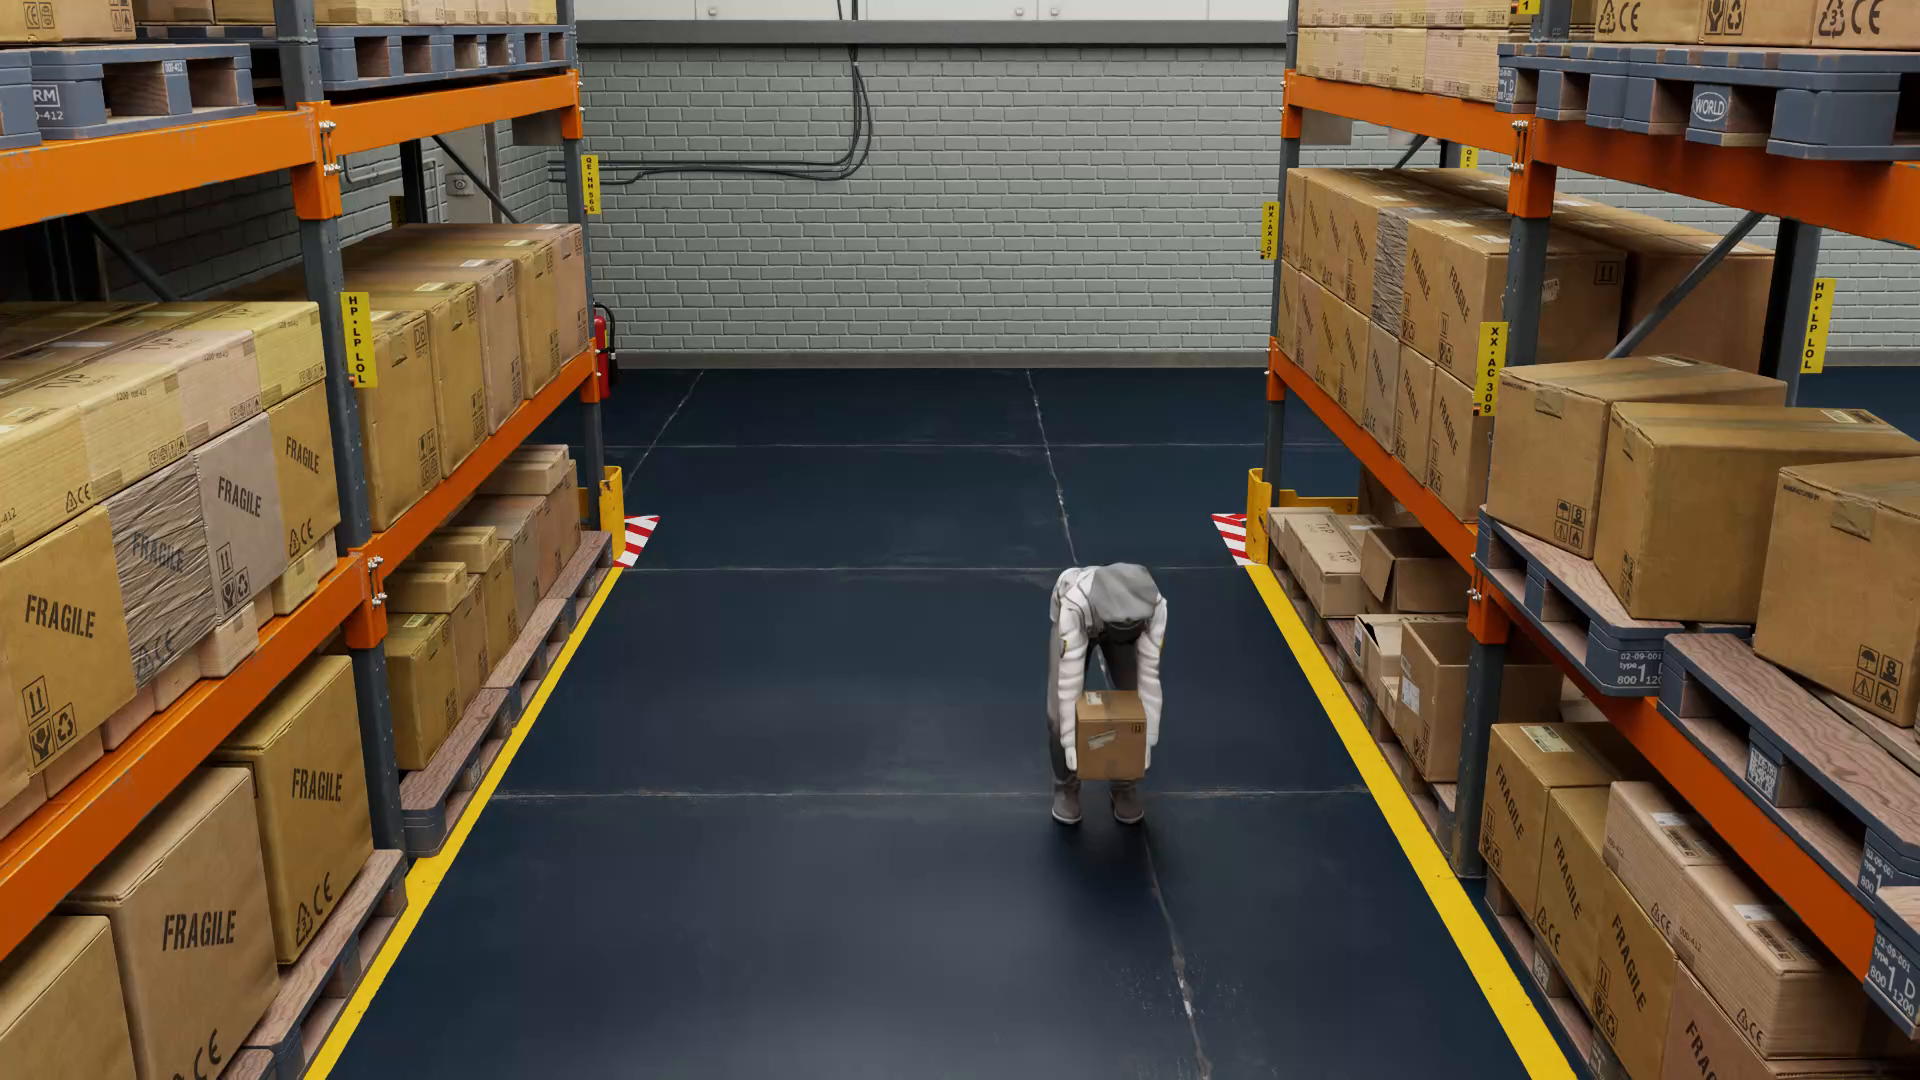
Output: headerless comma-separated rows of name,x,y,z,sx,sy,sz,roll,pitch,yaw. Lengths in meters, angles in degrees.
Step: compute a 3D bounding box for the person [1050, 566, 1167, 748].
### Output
person,0.562,0.384,6.478,0.412,0.653,0.681,-1,17,-3
